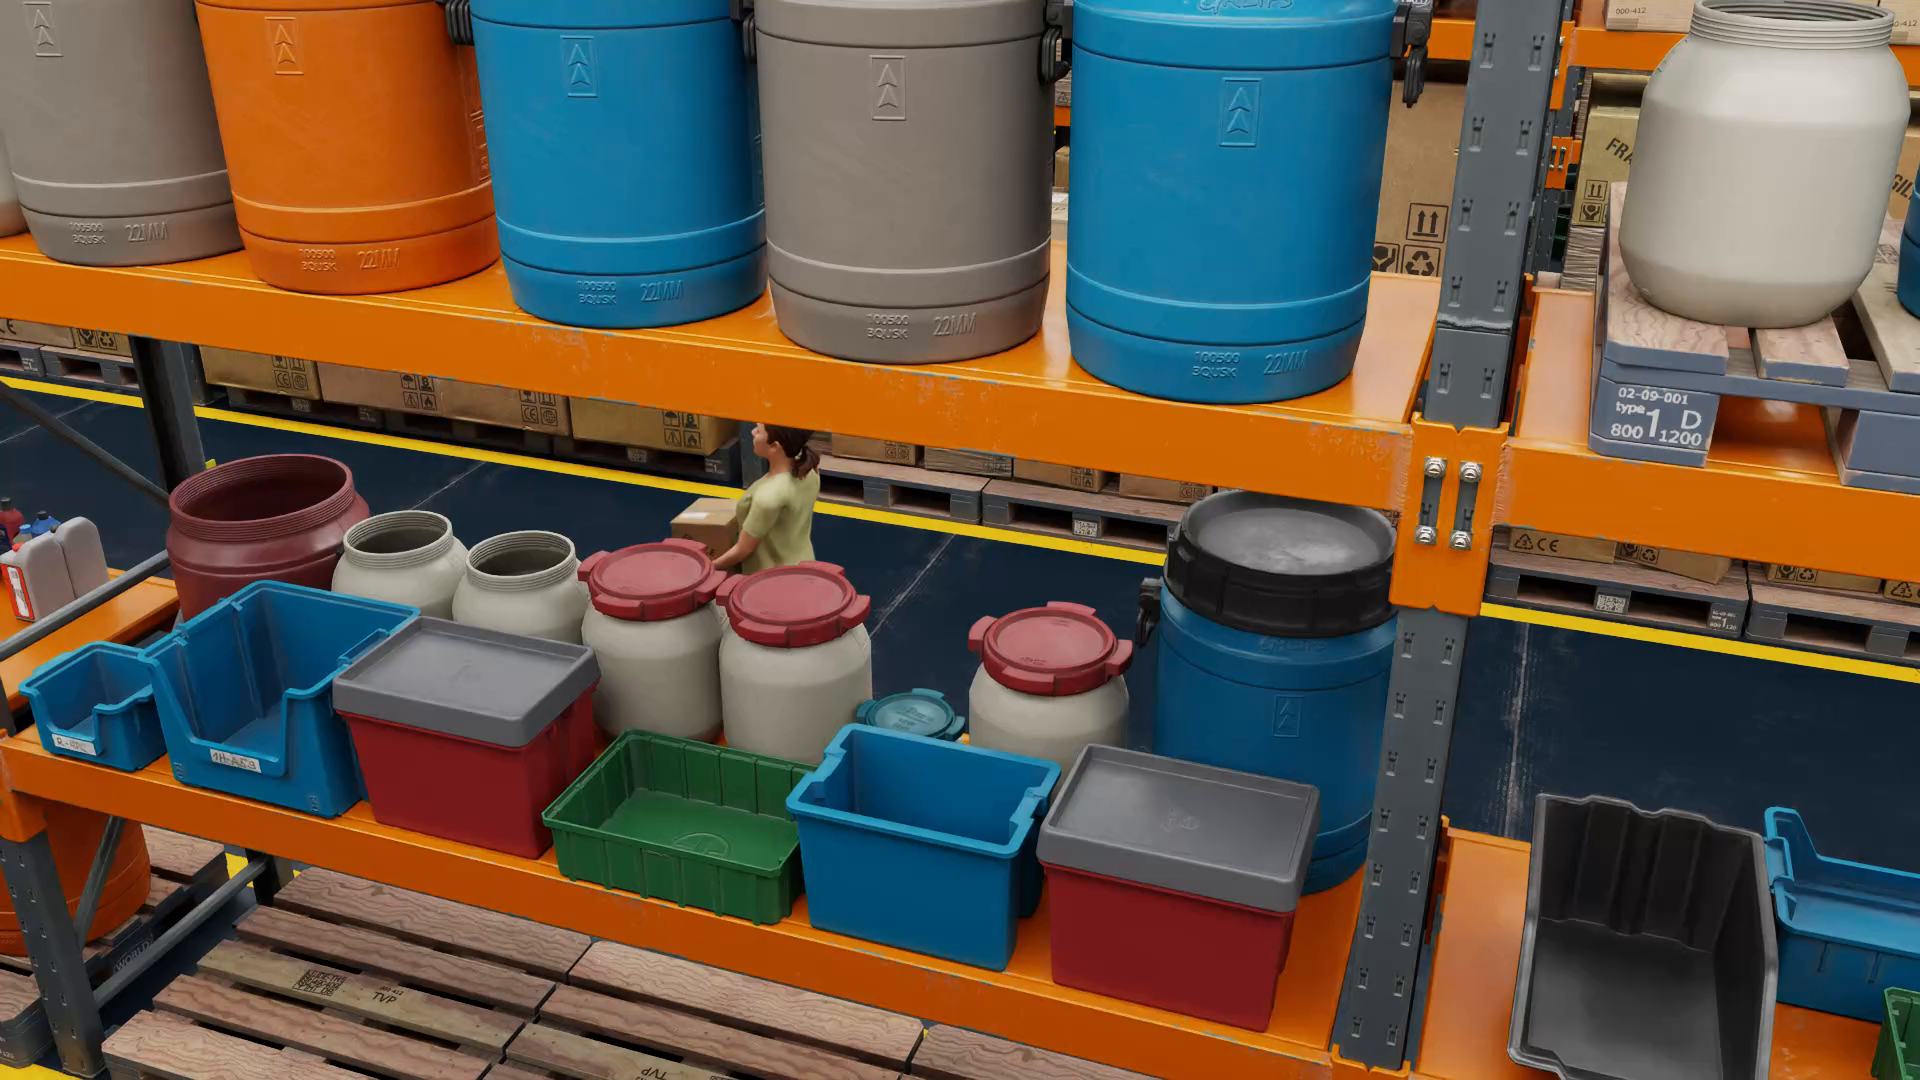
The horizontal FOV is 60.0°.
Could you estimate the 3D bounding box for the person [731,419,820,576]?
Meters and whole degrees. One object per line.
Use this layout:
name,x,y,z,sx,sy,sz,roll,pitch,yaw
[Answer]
person,-0.750,0.201,6.694,0.361,1.676,0.481,8,27,16
